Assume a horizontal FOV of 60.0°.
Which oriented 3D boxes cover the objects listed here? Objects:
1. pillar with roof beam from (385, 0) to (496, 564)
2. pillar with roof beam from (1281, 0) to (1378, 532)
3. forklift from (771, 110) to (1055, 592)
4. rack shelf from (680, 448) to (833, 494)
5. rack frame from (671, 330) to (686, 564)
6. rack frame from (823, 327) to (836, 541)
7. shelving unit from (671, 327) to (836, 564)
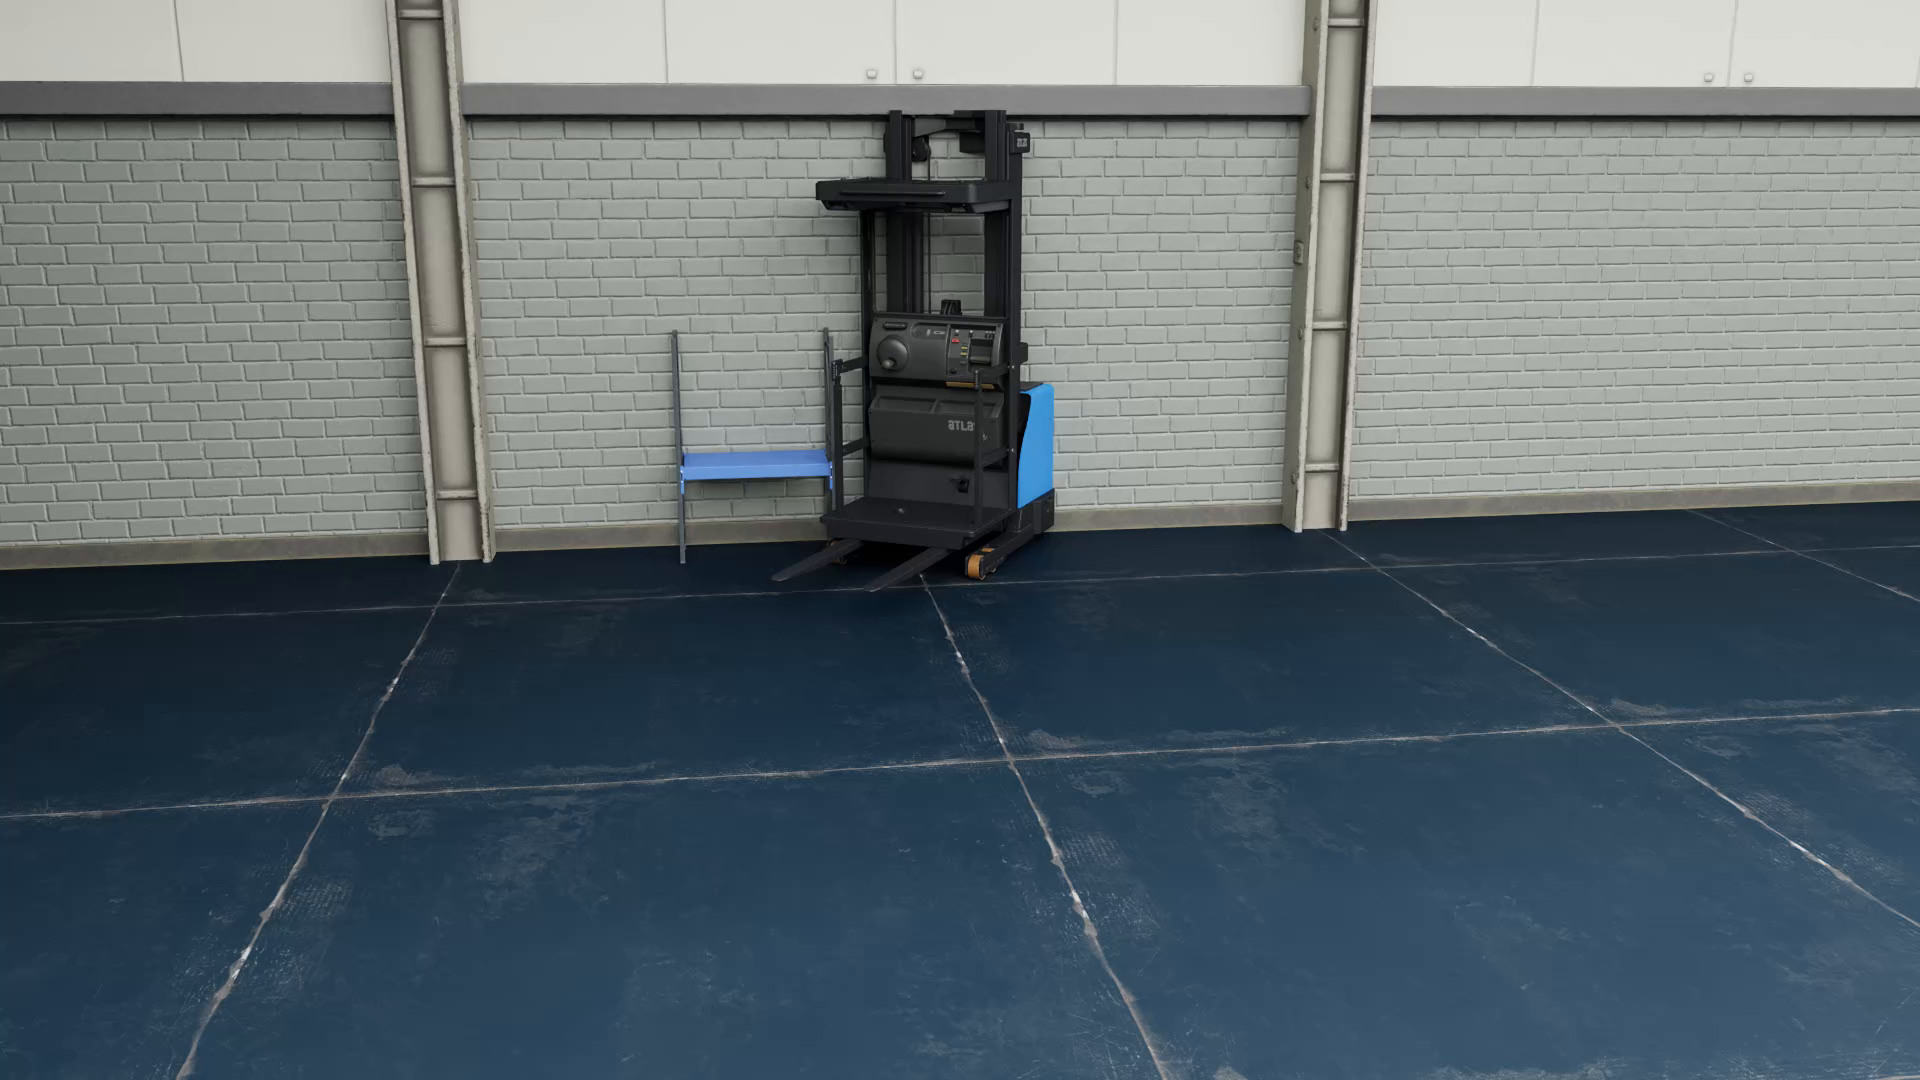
[{"bbox_3d":[-2.716,-3.211,6.028,0.400,9.000,9.100,-2,14,-8],"label":"pillar with roof beam"},{"bbox_3d":[3.217,-3.429,6.895,0.400,9.000,9.100,-2,14,-8],"label":"pillar with roof beam"},{"bbox_3d":[-0.239,-1.280,10.800,1.130,2.935,3.031,6,15,22],"label":"forklift"},{"bbox_3d":[-1.383,-0.474,11.268,1.000,0.185,0.538,-2,14,-8],"label":"rack shelf"},{"bbox_3d":[-1.886,-0.630,11.151,0.032,1.500,0.500,-2,14,-8],"label":"rack frame"},{"bbox_3d":[-0.880,-0.667,11.297,0.032,1.500,0.500,-2,14,-8],"label":"rack frame"},{"bbox_3d":[-1.383,-0.648,11.224,1.048,1.500,0.538,-2,14,-8],"label":"shelving unit"}]
